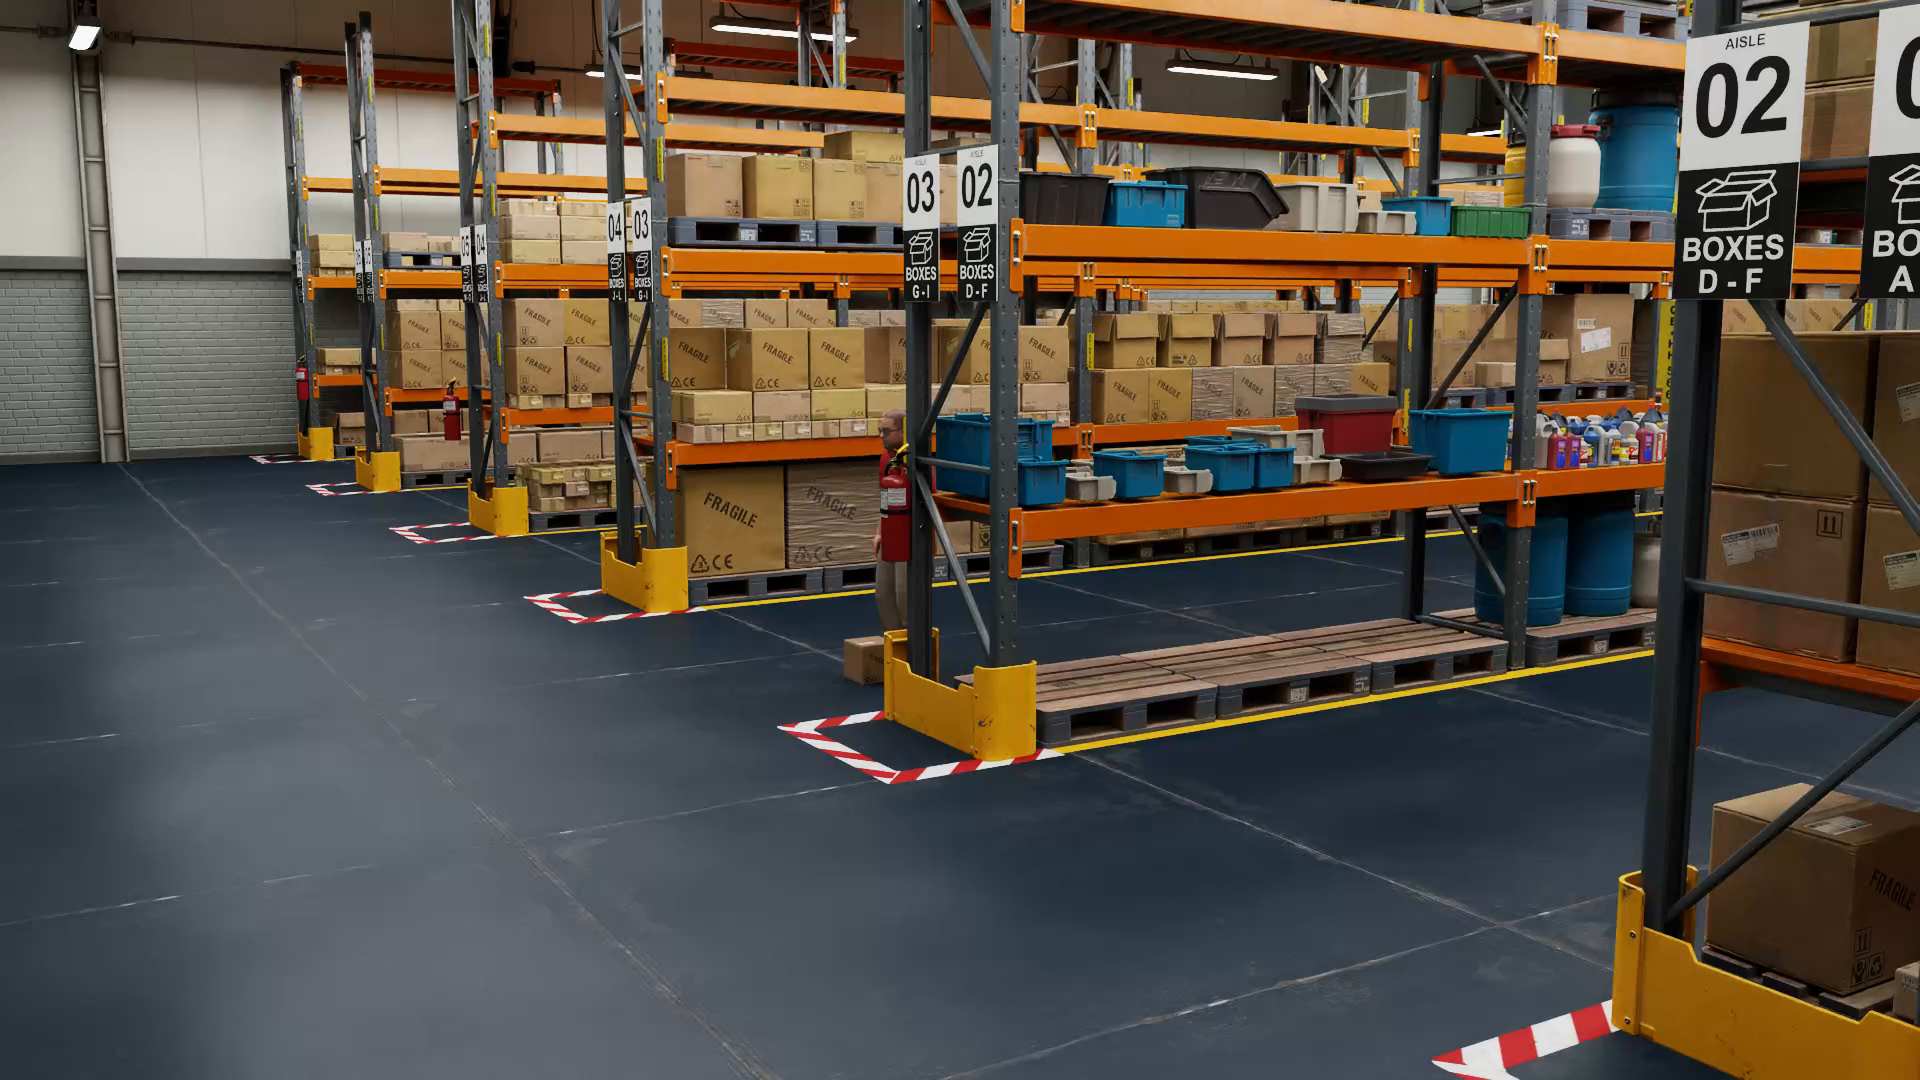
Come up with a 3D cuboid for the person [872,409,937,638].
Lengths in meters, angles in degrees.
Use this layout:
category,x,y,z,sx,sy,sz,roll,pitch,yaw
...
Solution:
category,x,y,z,sx,sy,sz,roll,pitch,yaw
person,-0.369,0.020,10.727,0.392,1.727,0.585,-5,9,-31
